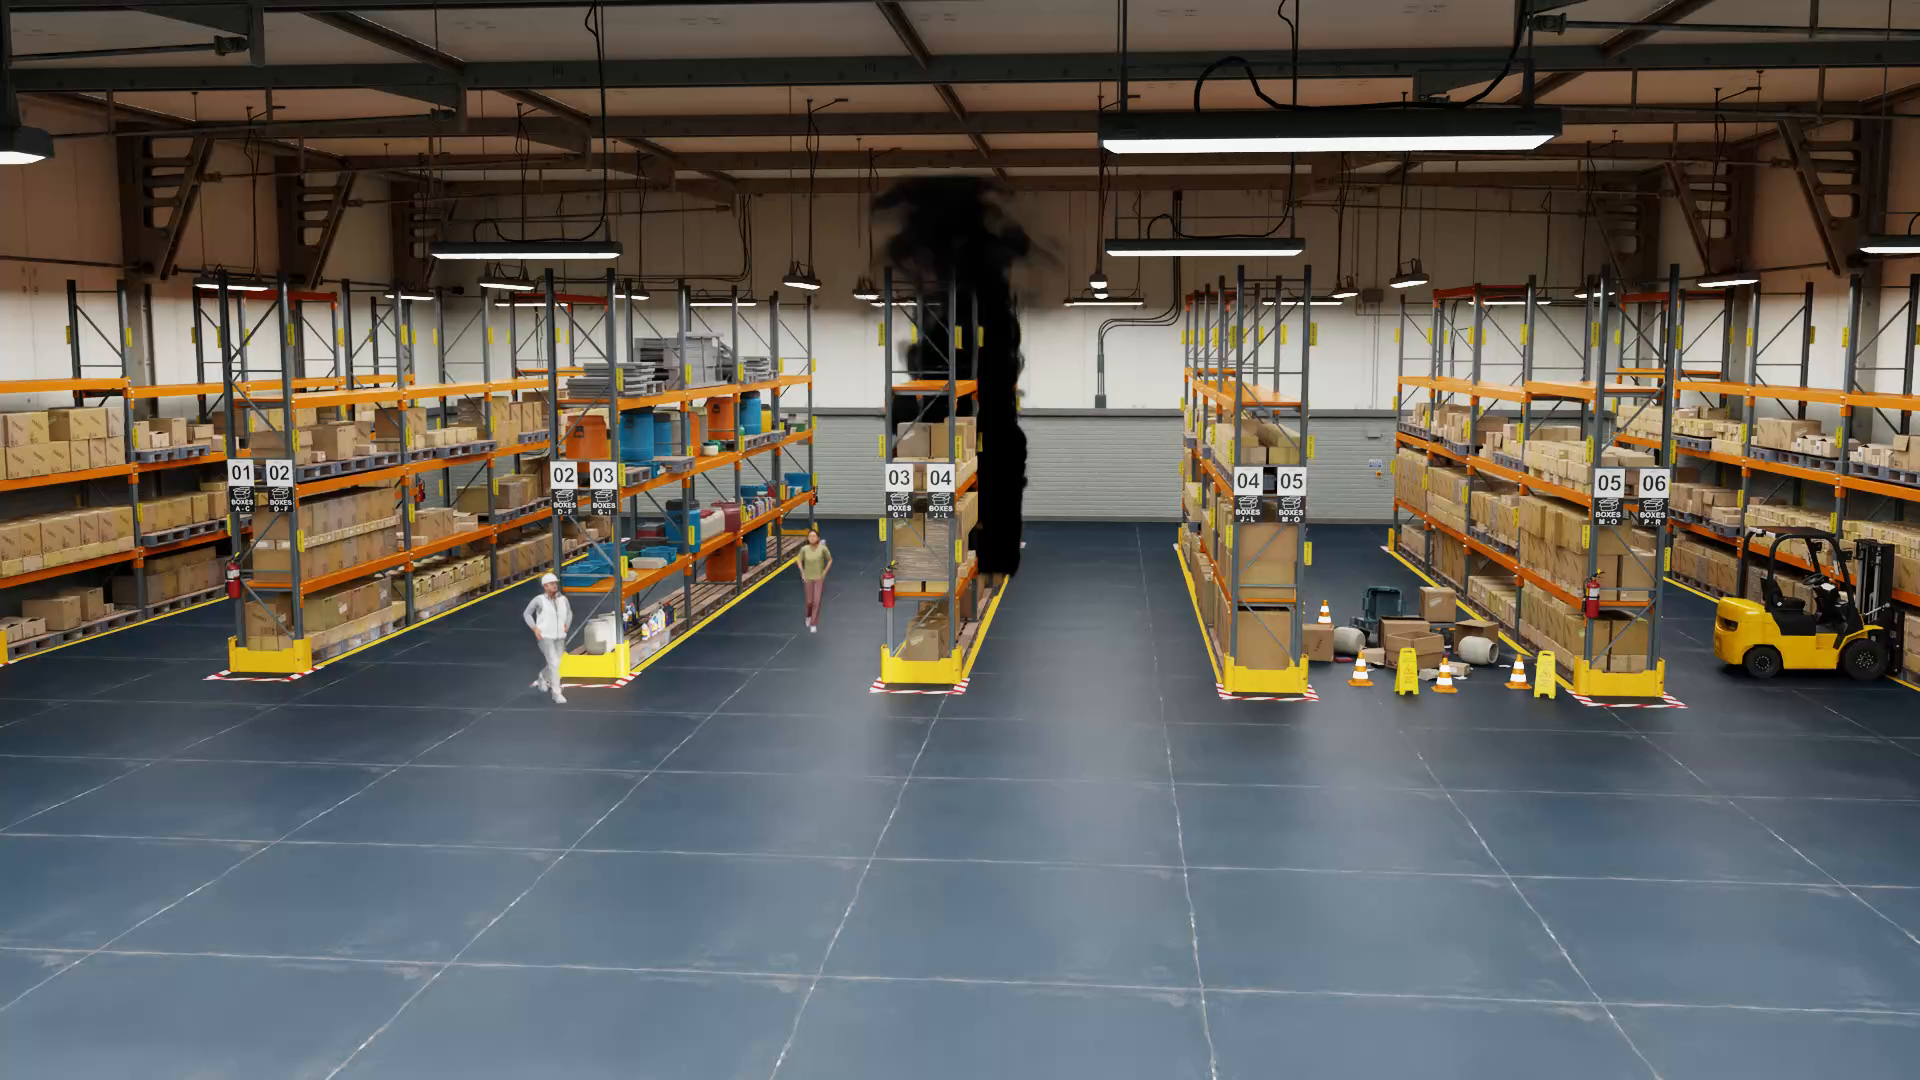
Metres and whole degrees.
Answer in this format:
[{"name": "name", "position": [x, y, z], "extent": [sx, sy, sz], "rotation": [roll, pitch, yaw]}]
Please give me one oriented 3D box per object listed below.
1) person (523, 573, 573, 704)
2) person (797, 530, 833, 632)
[{"name": "person", "position": [-5.663, 1.336, 23.030], "extent": [0.671, 1.760, 0.839], "rotation": [-7, 10, -44]}, {"name": "person", "position": [-2.339, 0.644, 26.882], "extent": [0.578, 1.648, 0.546], "rotation": [0, 7, -3]}]
